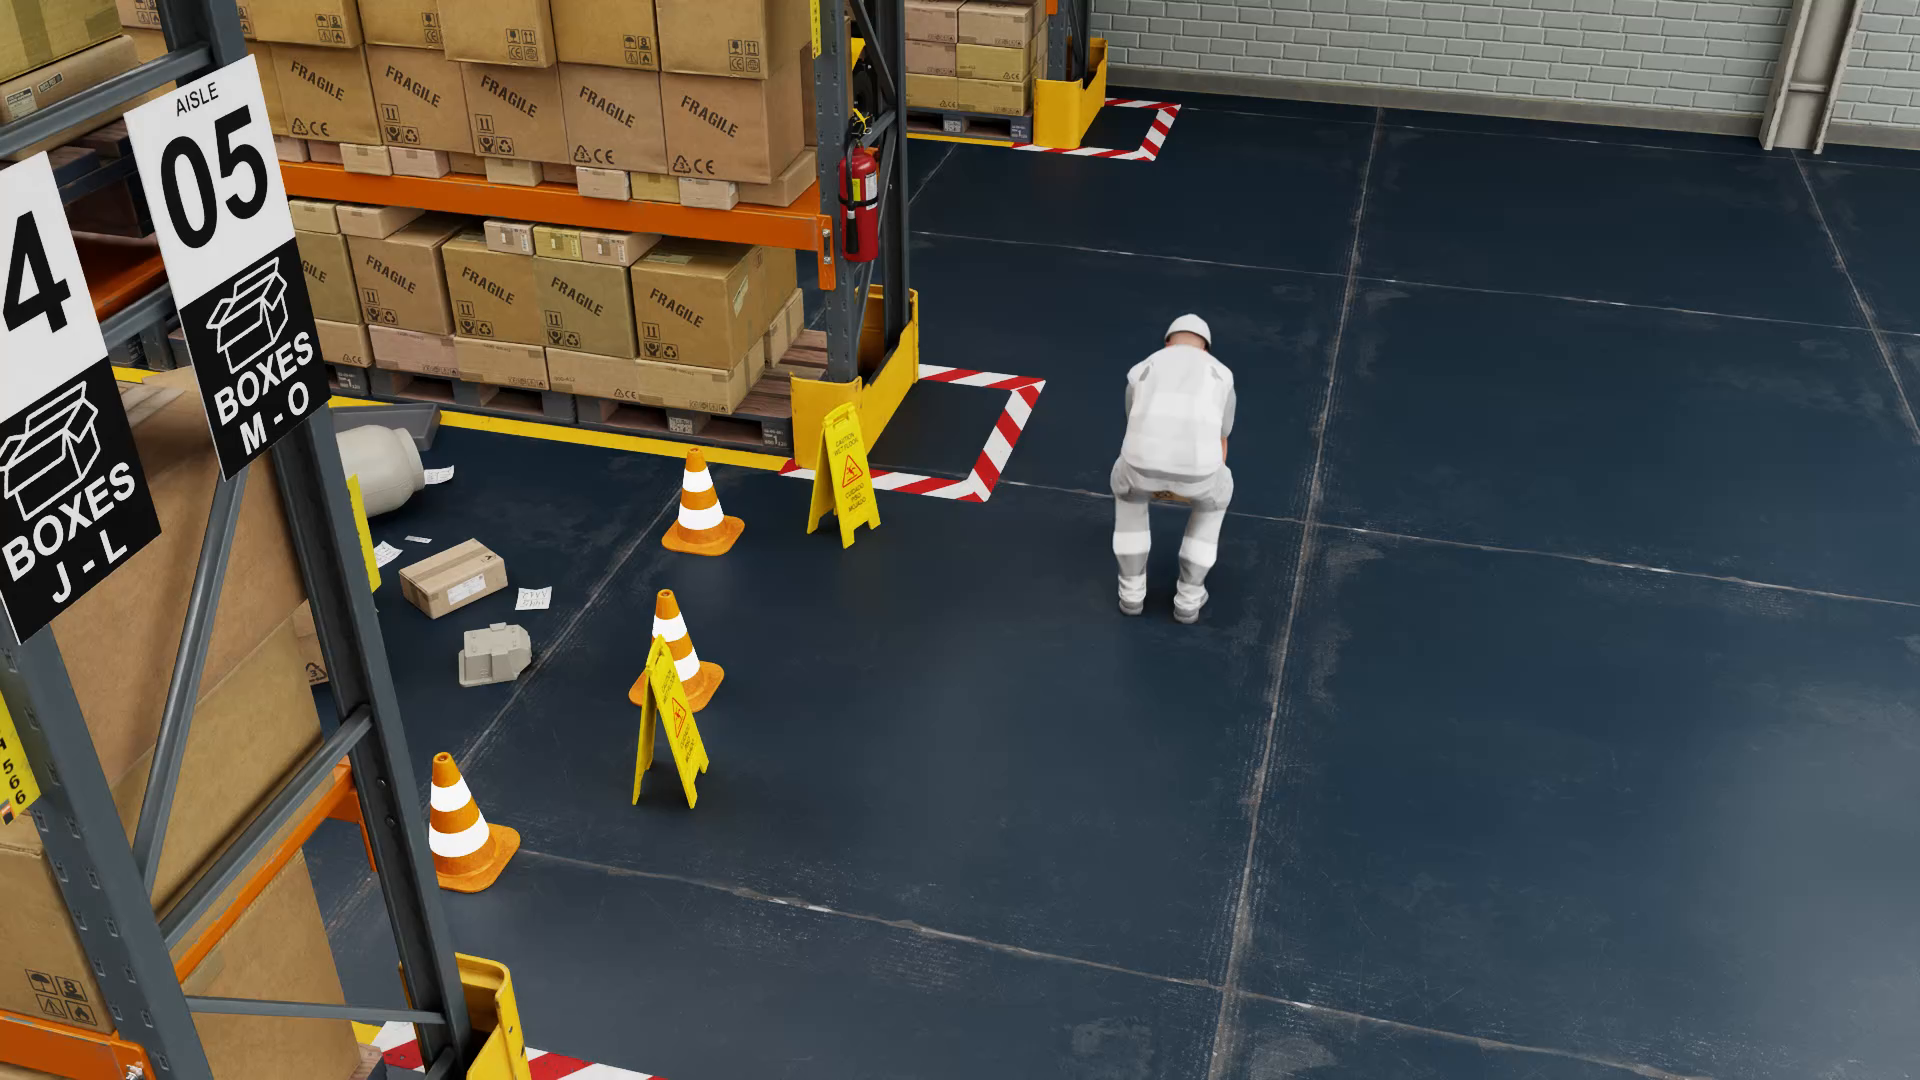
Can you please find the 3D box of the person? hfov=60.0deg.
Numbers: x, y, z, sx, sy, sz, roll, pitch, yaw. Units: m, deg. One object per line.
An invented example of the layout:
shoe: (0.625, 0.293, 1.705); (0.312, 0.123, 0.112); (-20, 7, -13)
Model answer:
person: (0.926, -0.300, 7.192); (0.522, 1.135, 0.951); (7, 33, 10)
